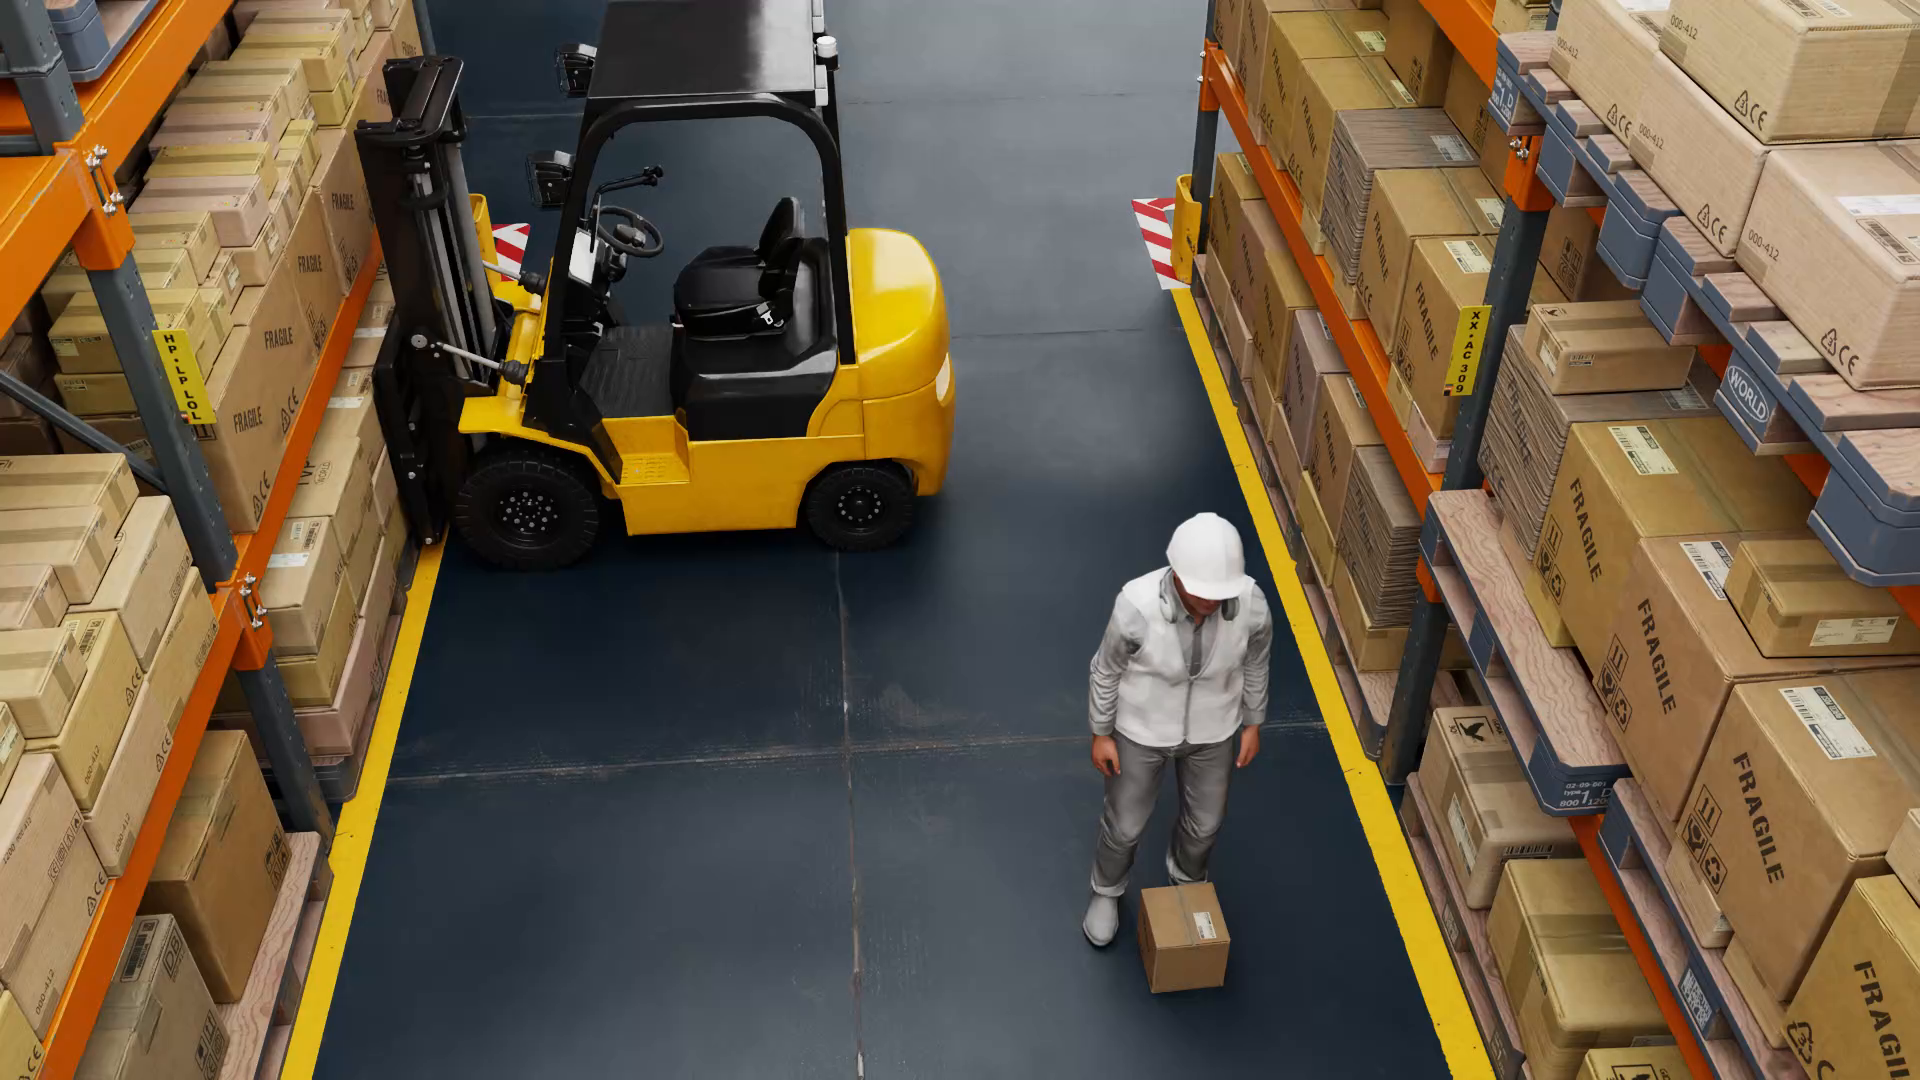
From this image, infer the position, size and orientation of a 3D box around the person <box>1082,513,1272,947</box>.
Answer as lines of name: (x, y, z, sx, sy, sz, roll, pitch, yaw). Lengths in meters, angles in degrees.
person: (0.699, 0.603, 5.384, 0.580, 1.772, 0.461, -4, 39, -4)
